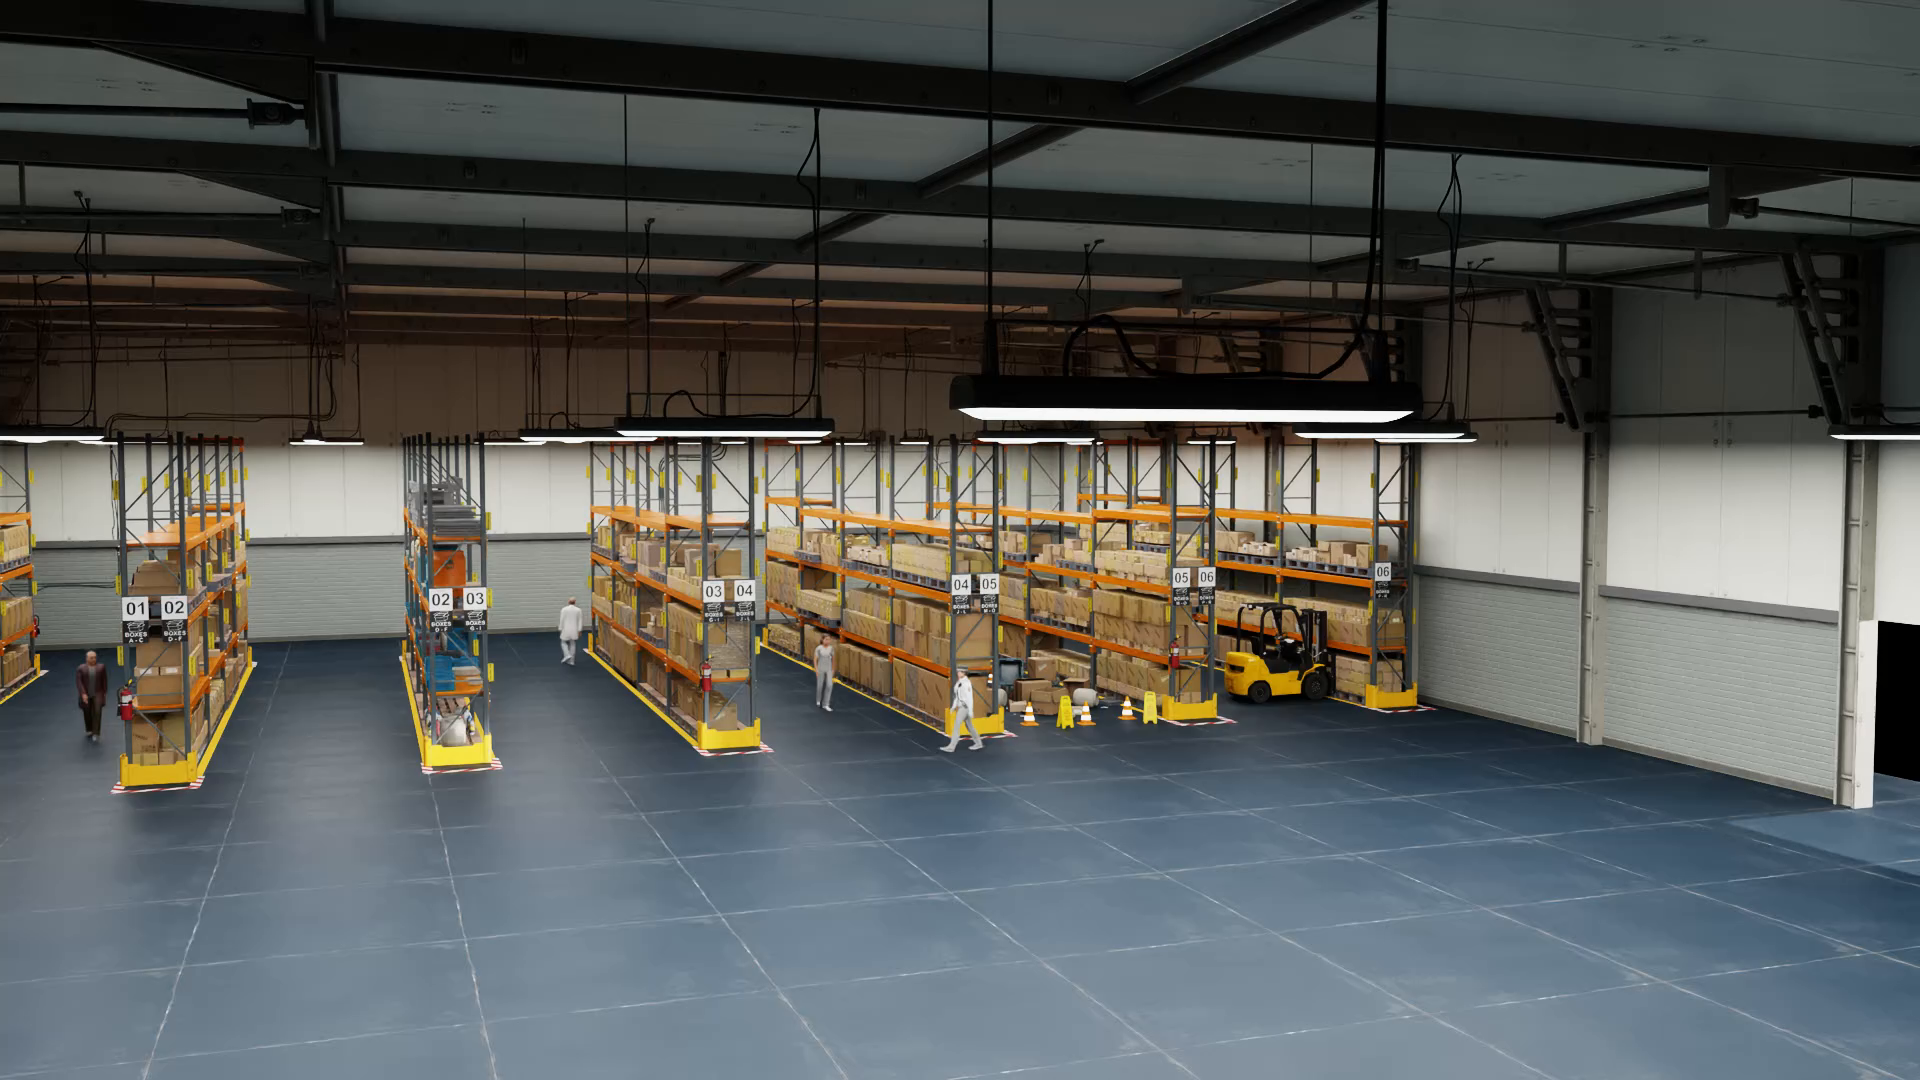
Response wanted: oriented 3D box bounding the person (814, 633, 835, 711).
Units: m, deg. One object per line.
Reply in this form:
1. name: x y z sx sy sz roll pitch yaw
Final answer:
1. person: -2.967 2.891 36.519 0.515 1.683 0.708 -1 3 -23

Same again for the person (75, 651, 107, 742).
1. person: -16.996 3.039 32.560 0.562 1.730 1.037 -2 4 -31

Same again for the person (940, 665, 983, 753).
1. person: 0.023 3.160 31.314 0.866 1.627 0.491 -1 3 -10

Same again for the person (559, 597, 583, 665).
1. person: -10.248 2.398 43.791 0.620 1.778 0.535 -1 3 -19
